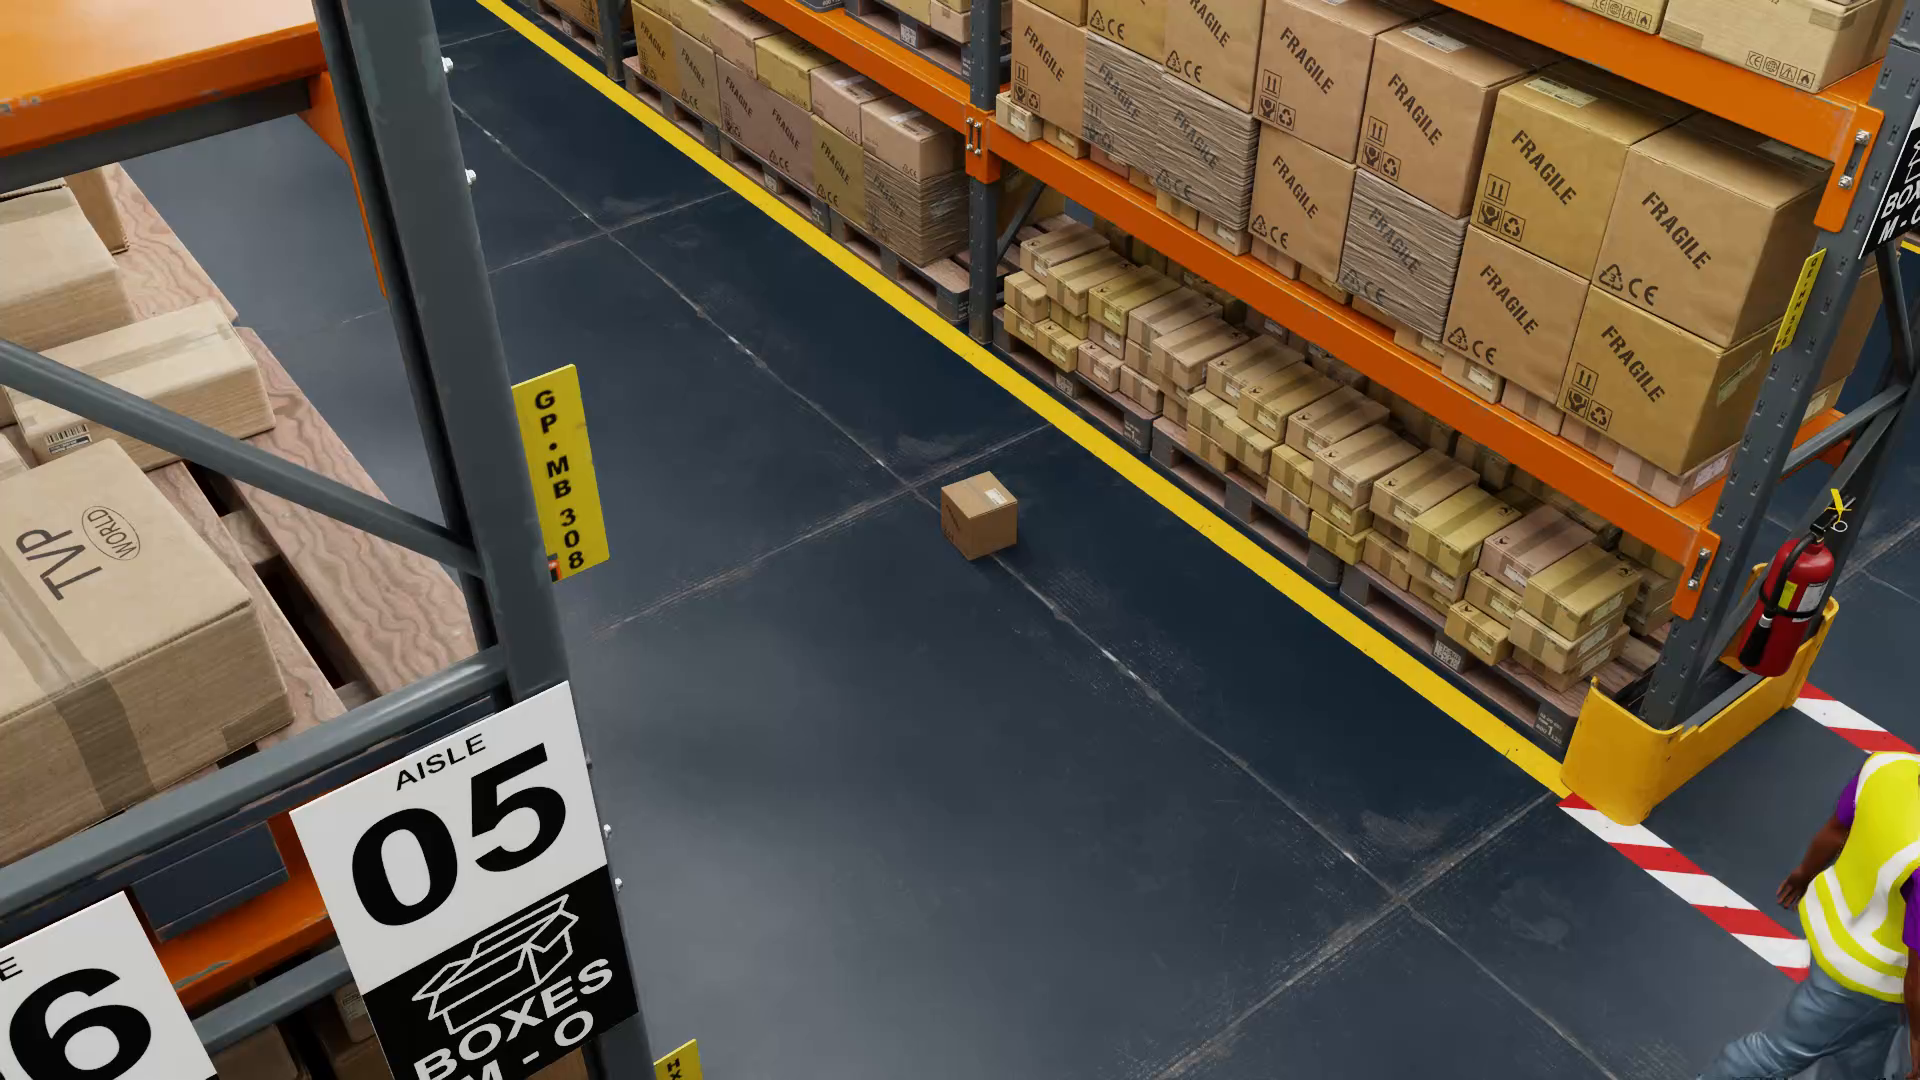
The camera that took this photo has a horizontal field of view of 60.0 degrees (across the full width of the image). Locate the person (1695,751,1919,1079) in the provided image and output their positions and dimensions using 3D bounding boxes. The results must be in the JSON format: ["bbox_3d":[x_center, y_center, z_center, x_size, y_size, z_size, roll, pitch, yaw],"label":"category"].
[{"bbox_3d":[2.631,1.211,4.745,0.773,1.815,0.663,10,41,11],"label":"person"}]
